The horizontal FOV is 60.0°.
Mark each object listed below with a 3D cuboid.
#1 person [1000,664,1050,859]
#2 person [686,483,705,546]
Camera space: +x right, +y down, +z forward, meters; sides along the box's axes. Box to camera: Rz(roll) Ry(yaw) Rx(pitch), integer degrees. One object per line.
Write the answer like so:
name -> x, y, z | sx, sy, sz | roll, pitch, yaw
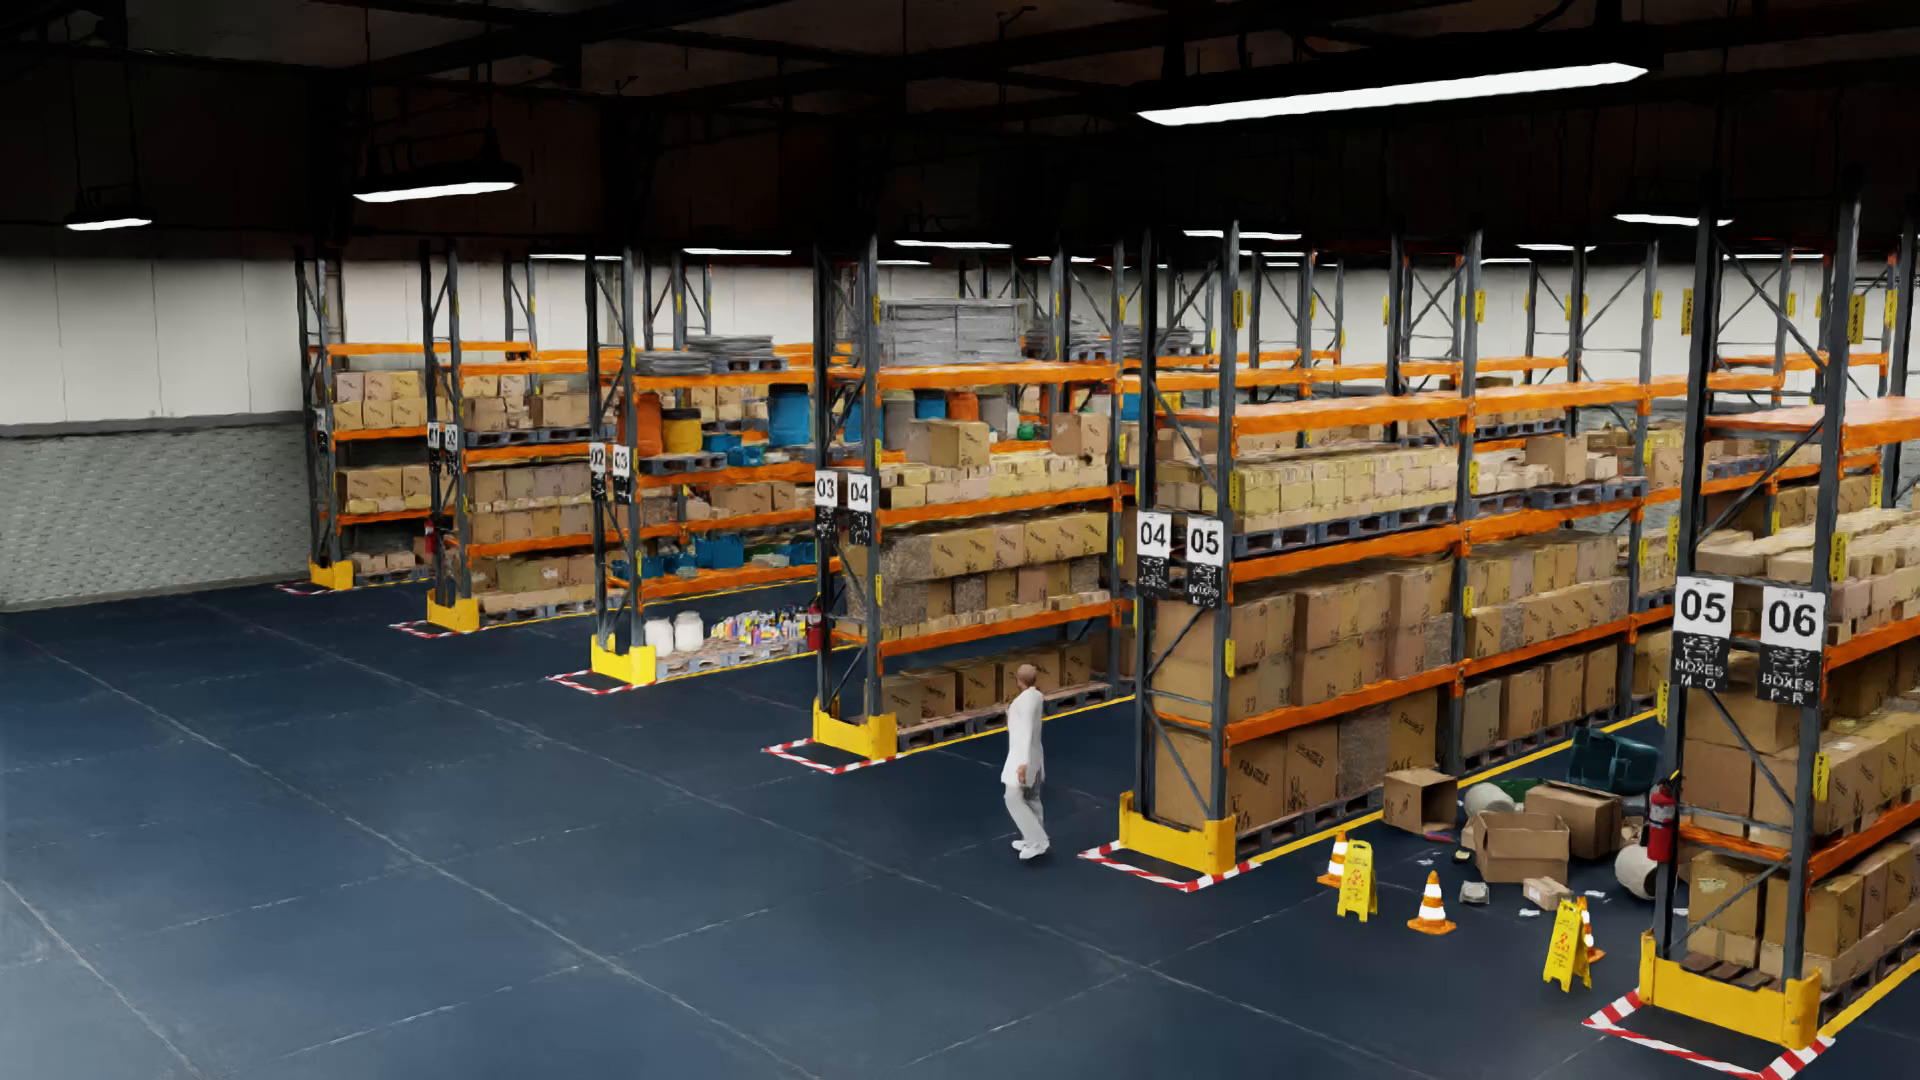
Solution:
person -> 0.625, 2.034, 15.394 | 0.467, 1.773, 0.684 | 2, 9, 14
person -> -5.039, -0.289, 31.836 | 0.580, 1.619, 0.507 | 8, 12, 44
